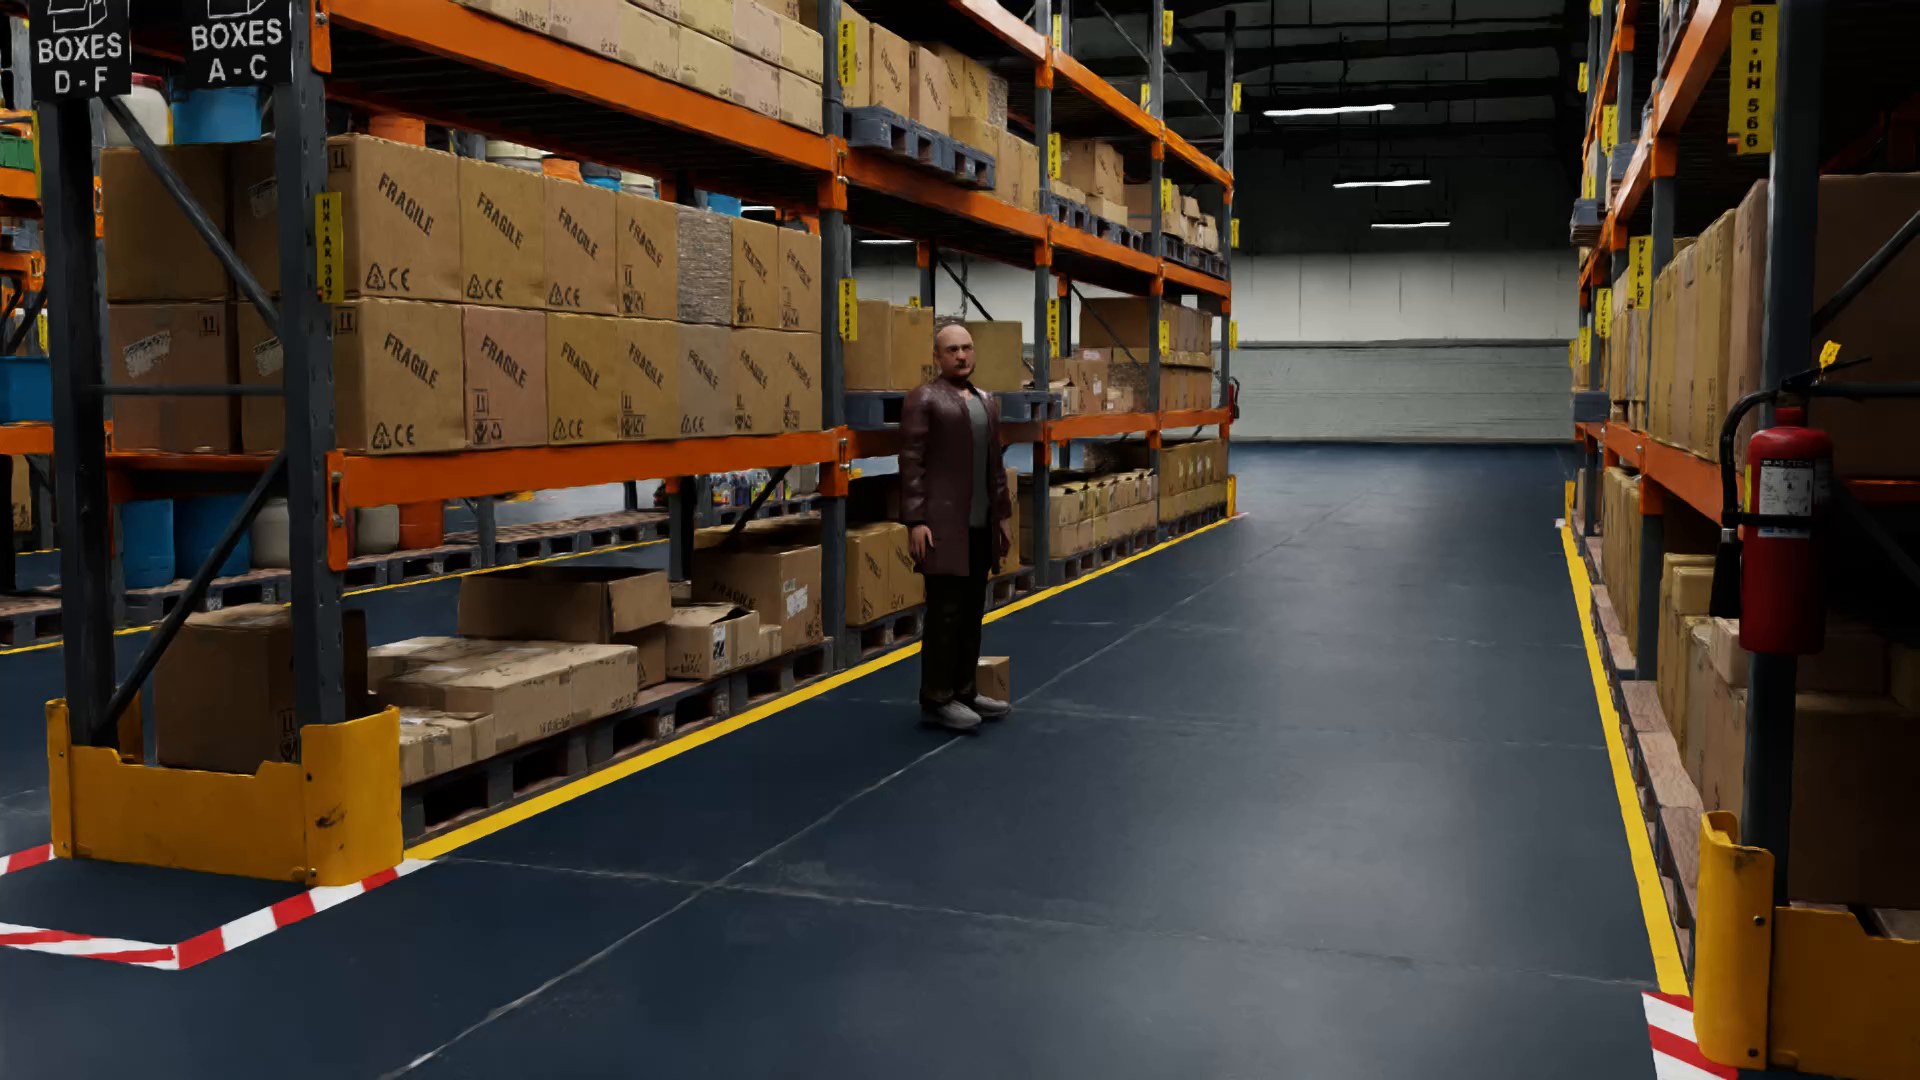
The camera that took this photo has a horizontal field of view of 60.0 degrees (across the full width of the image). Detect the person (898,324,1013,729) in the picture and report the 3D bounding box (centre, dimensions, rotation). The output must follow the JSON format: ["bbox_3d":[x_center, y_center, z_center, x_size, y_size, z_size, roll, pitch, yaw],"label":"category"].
[{"bbox_3d":[0.024,-0.070,7.464,0.437,1.780,0.674,4,7,41],"label":"person"}]
